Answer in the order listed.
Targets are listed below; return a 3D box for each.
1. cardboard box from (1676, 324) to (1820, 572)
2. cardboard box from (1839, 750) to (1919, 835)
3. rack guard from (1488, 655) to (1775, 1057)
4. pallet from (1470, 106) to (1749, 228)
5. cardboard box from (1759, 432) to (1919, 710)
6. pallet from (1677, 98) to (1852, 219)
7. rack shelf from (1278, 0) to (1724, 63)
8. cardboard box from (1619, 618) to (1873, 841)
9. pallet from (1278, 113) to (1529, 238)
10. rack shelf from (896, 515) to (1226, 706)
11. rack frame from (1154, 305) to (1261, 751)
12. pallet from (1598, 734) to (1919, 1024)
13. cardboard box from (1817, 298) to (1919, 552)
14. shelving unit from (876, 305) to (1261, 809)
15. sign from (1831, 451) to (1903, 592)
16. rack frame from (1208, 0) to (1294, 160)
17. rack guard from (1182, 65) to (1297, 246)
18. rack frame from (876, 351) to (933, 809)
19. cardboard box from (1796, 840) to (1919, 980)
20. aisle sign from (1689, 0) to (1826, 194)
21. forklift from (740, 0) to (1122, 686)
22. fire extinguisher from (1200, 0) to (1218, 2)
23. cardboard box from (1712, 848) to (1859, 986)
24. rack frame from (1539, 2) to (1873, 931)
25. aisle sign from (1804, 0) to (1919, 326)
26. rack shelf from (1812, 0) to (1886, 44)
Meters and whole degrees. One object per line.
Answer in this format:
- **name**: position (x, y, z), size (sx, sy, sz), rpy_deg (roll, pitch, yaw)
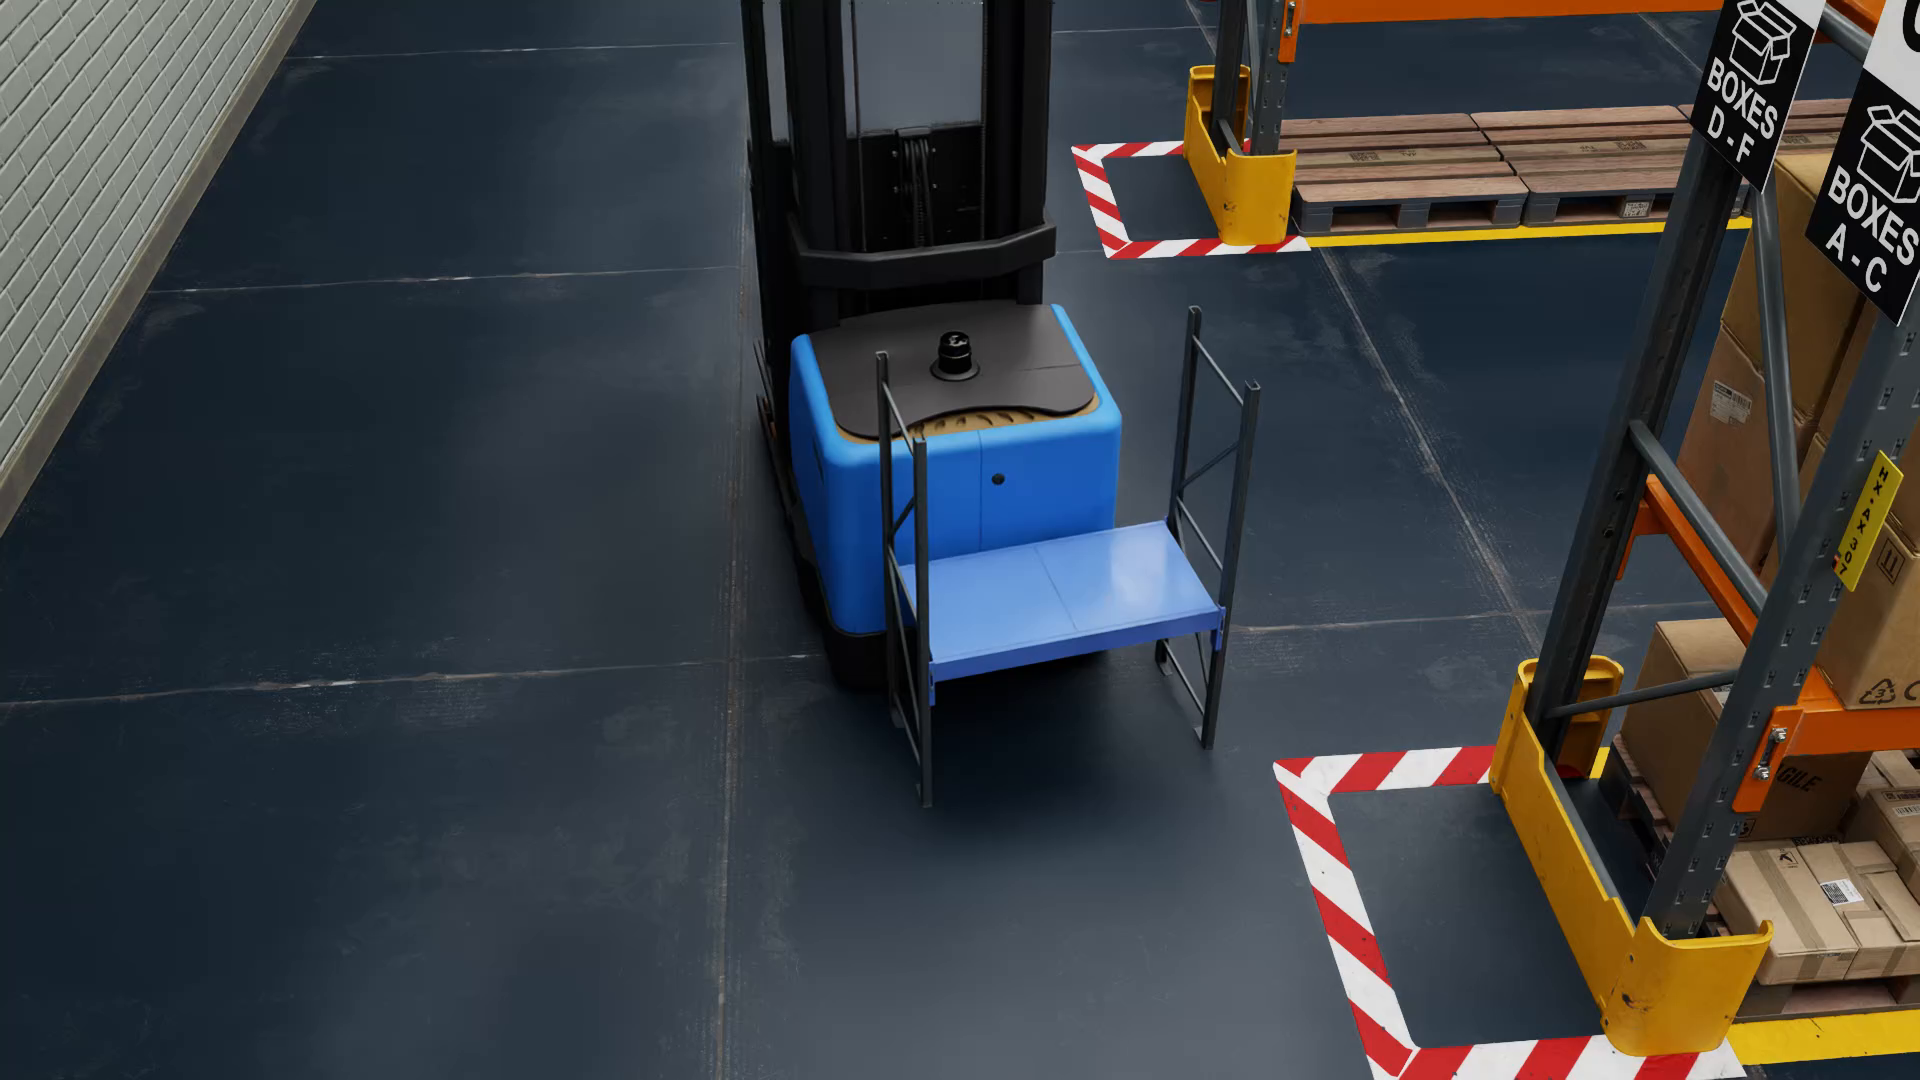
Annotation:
- **cardboard box**: position (2.377, -0.267, 4.586), size (0.500, 0.500, 0.500), rpy_deg (-2, 38, -3)
- **cardboard box**: position (2.886, 0.756, 5.302), size (0.250, 0.166, 0.380), rpy_deg (-3, 38, -4)
- **rack guard**: position (2.031, 0.942, 5.152), size (0.348, 0.500, 1.175), rpy_deg (-3, 38, -4)
- **pallet**: position (3.557, -2.083, 9.220), size (1.213, 0.211, 1.003), rpy_deg (-3, 38, -4)
- **cardboard box**: position (3.659, -0.170, 4.463), size (3.026, 0.500, 1.079), rpy_deg (-3, 38, -3)
- **pallet**: position (4.775, -2.152, 9.307), size (1.213, 0.211, 1.003), rpy_deg (-3, 38, -4)
- **rack shelf**: position (3.512, -2.919, 8.608), size (4.000, 0.370, 1.077), rpy_deg (-3, 38, -4)
- **cardboard box**: position (2.475, 0.592, 5.241), size (0.500, 0.500, 0.500), rpy_deg (-3, 38, -4)
- **pallet**: position (2.345, -2.018, 9.137), size (1.213, 0.211, 1.003), rpy_deg (-3, 38, -4)
- **rack shelf**: position (0.315, 0.222, 5.548), size (1.000, 0.185, 0.538), rpy_deg (-10, 39, -12)
- **rack frame**: position (0.805, -0.003, 5.544), size (0.032, 1.500, 0.500), rpy_deg (-10, 39, -12)
- **pallet**: position (2.825, 1.011, 5.298), size (1.213, 0.211, 1.003), rpy_deg (-3, 38, -4)
- **cardboard box**: position (2.421, -0.329, 3.857), size (0.500, 0.500, 0.500), rpy_deg (-2, 38, -3)
- **shelving unit**: position (0.315, 0.081, 5.437), size (1.048, 1.500, 0.538), rpy_deg (-10, 39, -12)
- **sign**: position (2.003, -0.040, 3.680), size (0.005, 0.325, 0.100), rpy_deg (-3, 38, -4)
- **rack frame**: position (1.520, -3.092, 8.247), size (0.127, 3.000, 1.000), rpy_deg (-3, 38, -4)
- **rack guard**: position (1.497, -2.101, 9.009), size (0.348, 0.500, 1.175), rpy_deg (-3, 38, -4)
- **rack frame**: position (-0.175, 0.165, 5.330), size (0.032, 1.500, 0.500), rpy_deg (-10, 39, -12)
- **cardboard box**: position (2.652, 1.080, 4.892), size (0.250, 0.166, 0.380), rpy_deg (-3, 38, -4)
- **aisle sign**: position (1.860, -1.241, 3.802), size (0.004, 0.787, 0.394), rpy_deg (-3, 38, -4)
- **forklift**: position (-0.272, -1.543, 6.339), size (1.130, 2.935, 3.031), rpy_deg (-8, 39, -10)
- **fire extinguisher**: position (1.330, -3.187, 8.731), size (0.183, 0.674, 0.296), rpy_deg (-3, 38, -4)
- **cardboard box**: position (2.403, 1.100, 4.880), size (0.250, 0.149, 0.380), rpy_deg (-3, 38, -4)
- **rack frame**: position (1.955, -0.033, 4.370), size (0.053, 2.616, 0.949), rpy_deg (-3, 38, -4)
- **aisle sign**: position (1.913, -0.871, 3.333), size (0.004, 0.787, 0.394), rpy_deg (-3, 38, -4)
- **rack shelf**: position (3.947, -1.040, 3.806), size (4.000, 0.370, 1.077), rpy_deg (-3, 38, -4)
